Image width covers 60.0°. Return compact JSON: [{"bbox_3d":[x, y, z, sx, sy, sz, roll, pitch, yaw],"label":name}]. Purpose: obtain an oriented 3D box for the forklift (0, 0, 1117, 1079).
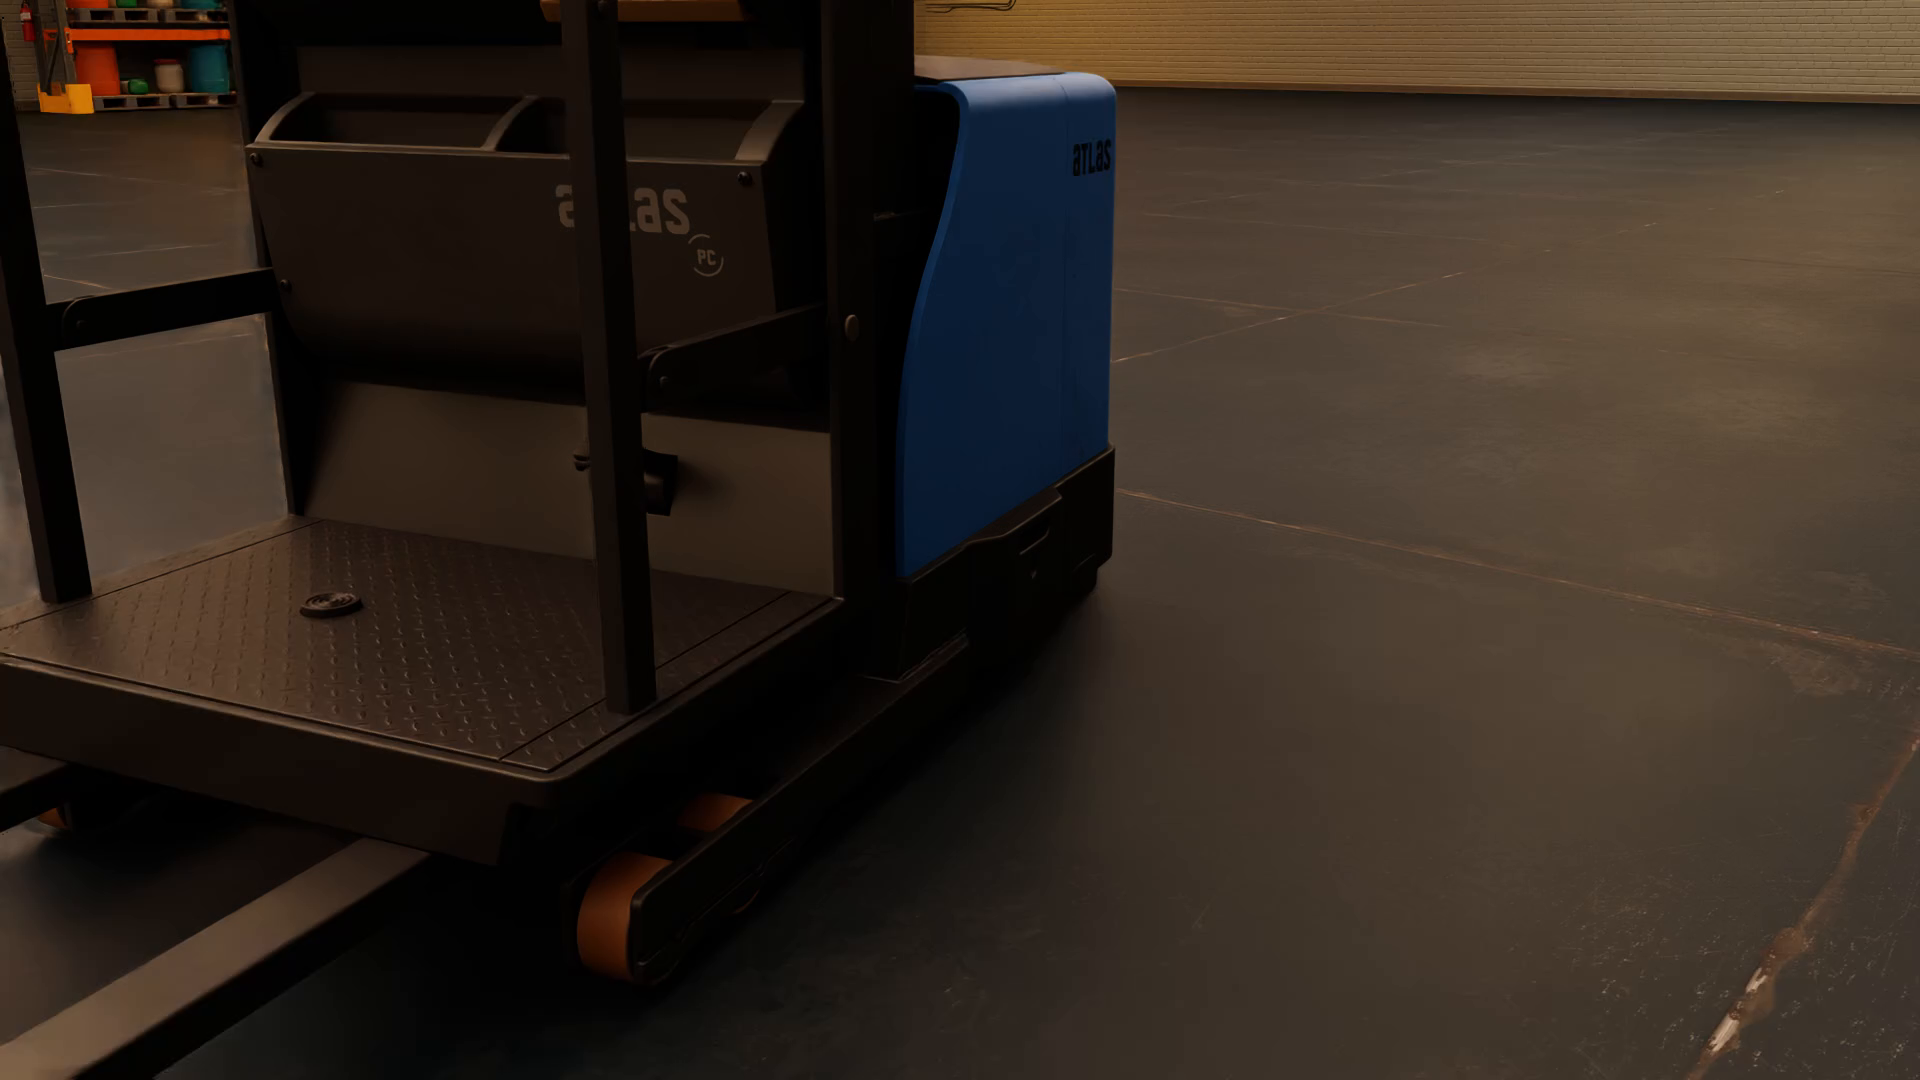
[{"bbox_3d":[-0.742,-0.984,2.137,1.130,2.935,3.031,8,18,23],"label":"forklift"}]
